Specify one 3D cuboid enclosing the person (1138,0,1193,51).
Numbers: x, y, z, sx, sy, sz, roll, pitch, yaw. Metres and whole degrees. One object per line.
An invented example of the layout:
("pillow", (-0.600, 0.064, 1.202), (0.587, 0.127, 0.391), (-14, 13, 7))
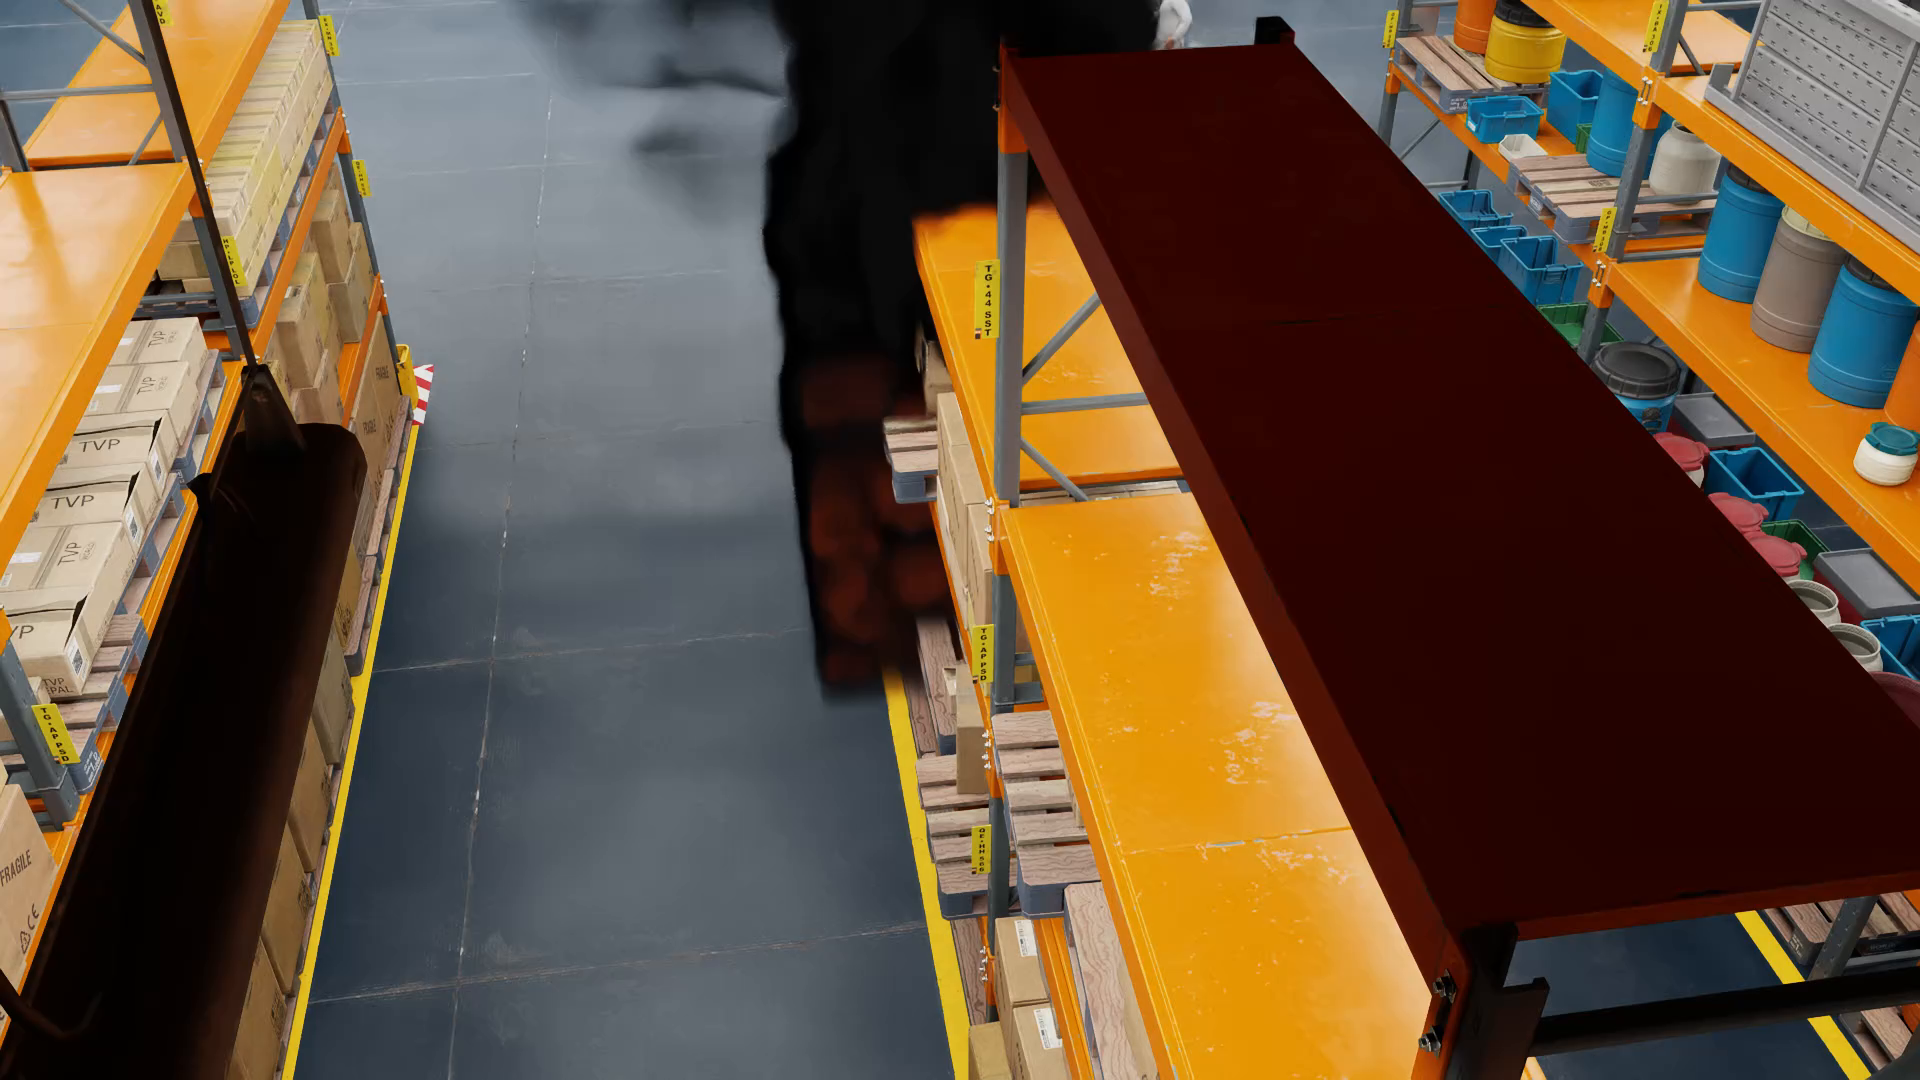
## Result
("person", (2.496, -5.962, 20.085), (0.765, 1.834, 0.672), (11, 38, 14))
